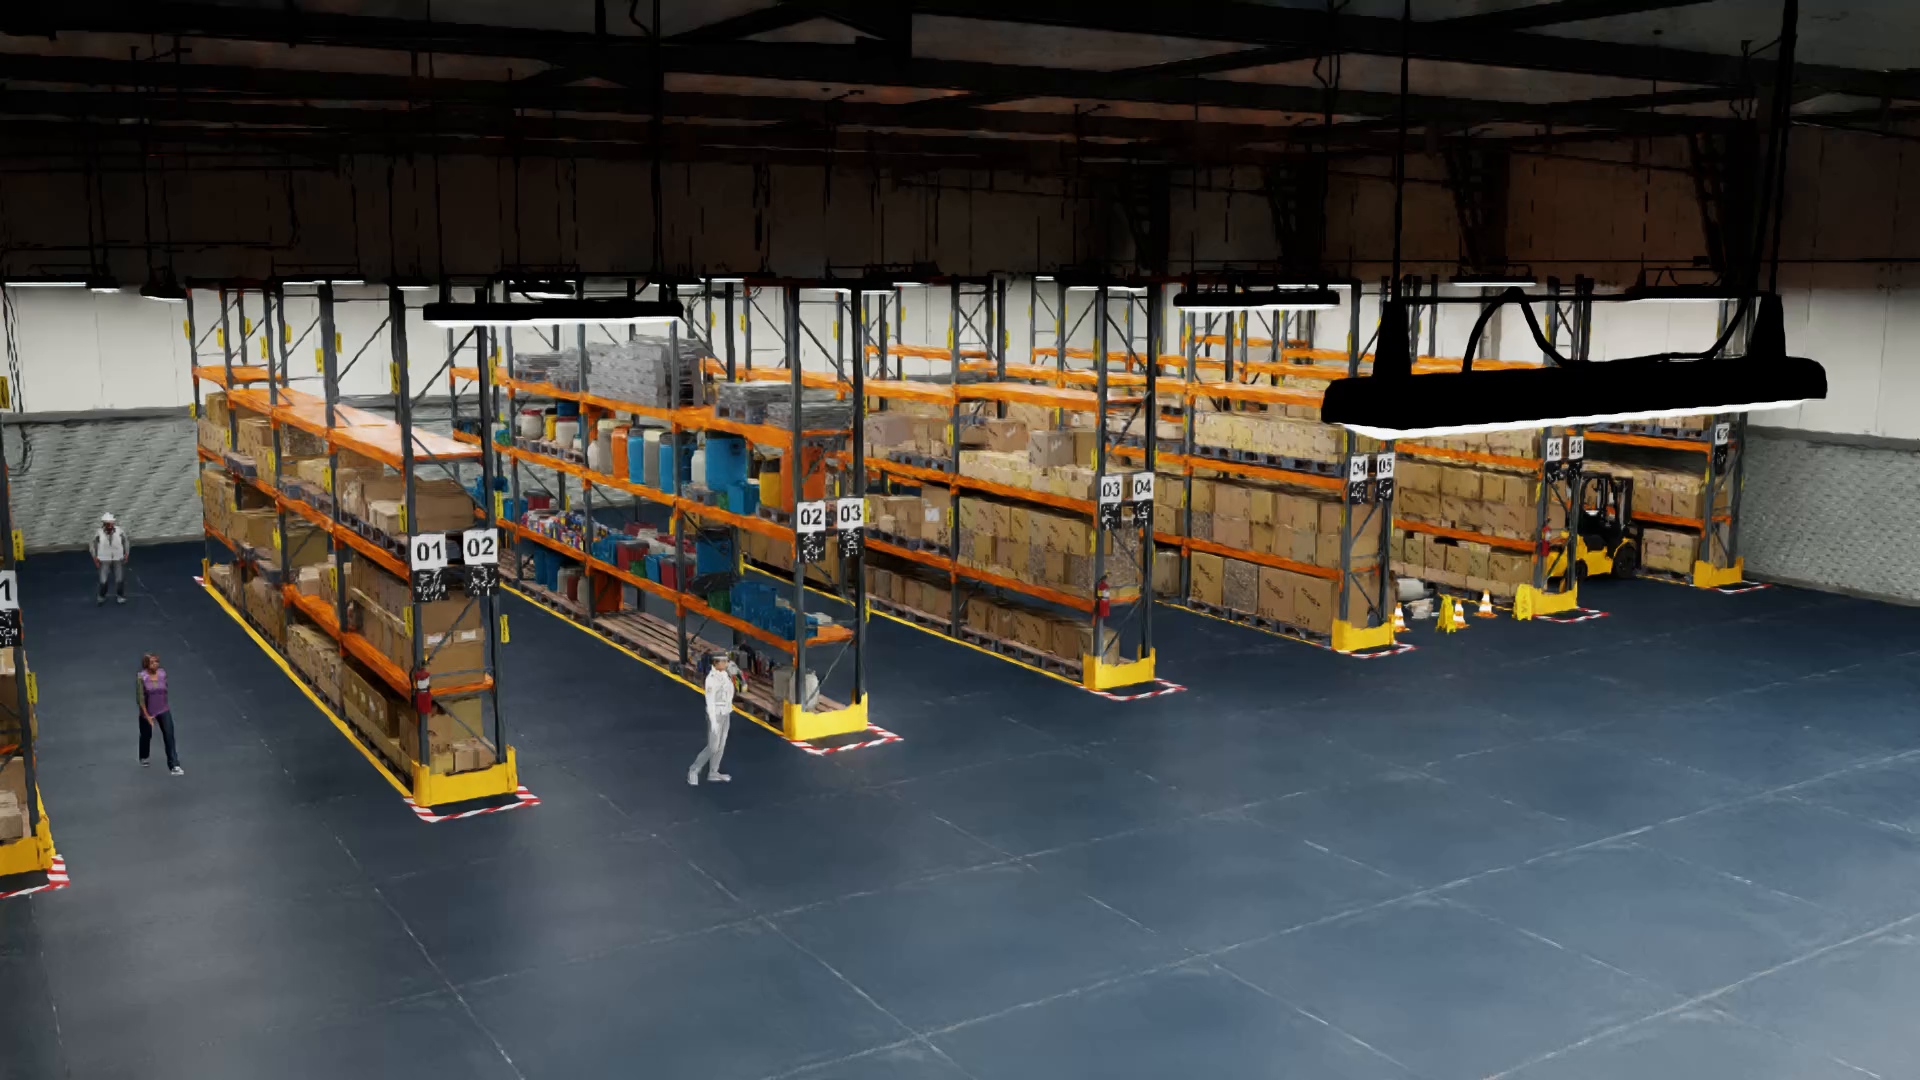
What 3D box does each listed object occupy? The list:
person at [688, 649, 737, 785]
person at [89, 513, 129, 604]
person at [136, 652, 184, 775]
[{"bbox_3d":[-3.034,2.155,20.216,0.502,1.661,0.654,3,10,16],"label":"person"},{"bbox_3d":[-15.764,0.338,30.858,0.677,1.726,0.574,-6,12,-34],"label":"person"},{"bbox_3d":[-10.005,2.133,20.637,0.411,1.534,0.956,-8,13,-40],"label":"person"}]
